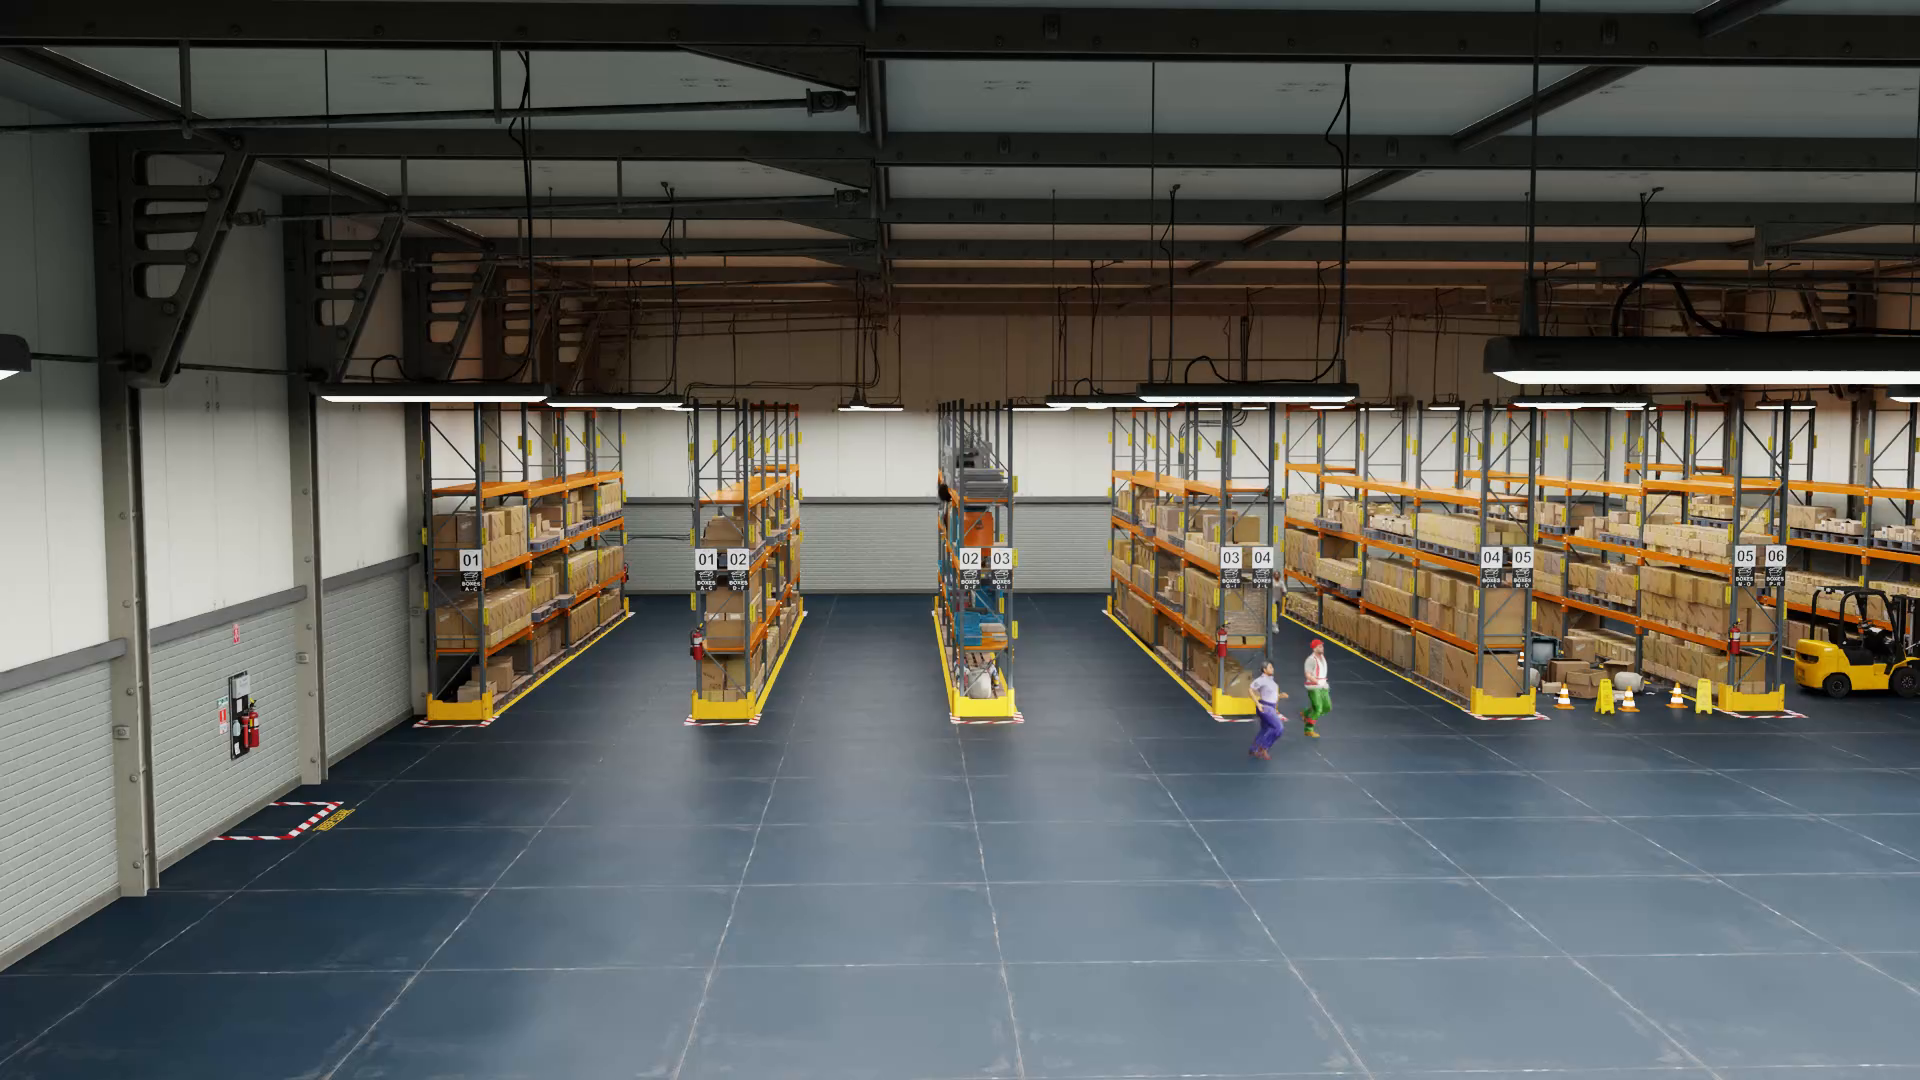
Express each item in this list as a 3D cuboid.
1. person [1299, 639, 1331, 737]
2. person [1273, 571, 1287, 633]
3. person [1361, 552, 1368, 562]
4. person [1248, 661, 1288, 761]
[{"bbox_3d":[6.326,2.618,29.498,0.672,1.743,0.688,4,6,41],"label":"person"},{"bbox_3d":[8.276,1.599,43.511,0.531,1.596,0.878,0,4,-5],"label":"person"},{"bbox_3d":[11.897,1.183,49.028,0.688,1.702,0.548,0,4,-1],"label":"person"},{"bbox_3d":[5.088,2.821,27.459,0.660,1.641,0.578,2,5,23],"label":"person"}]
